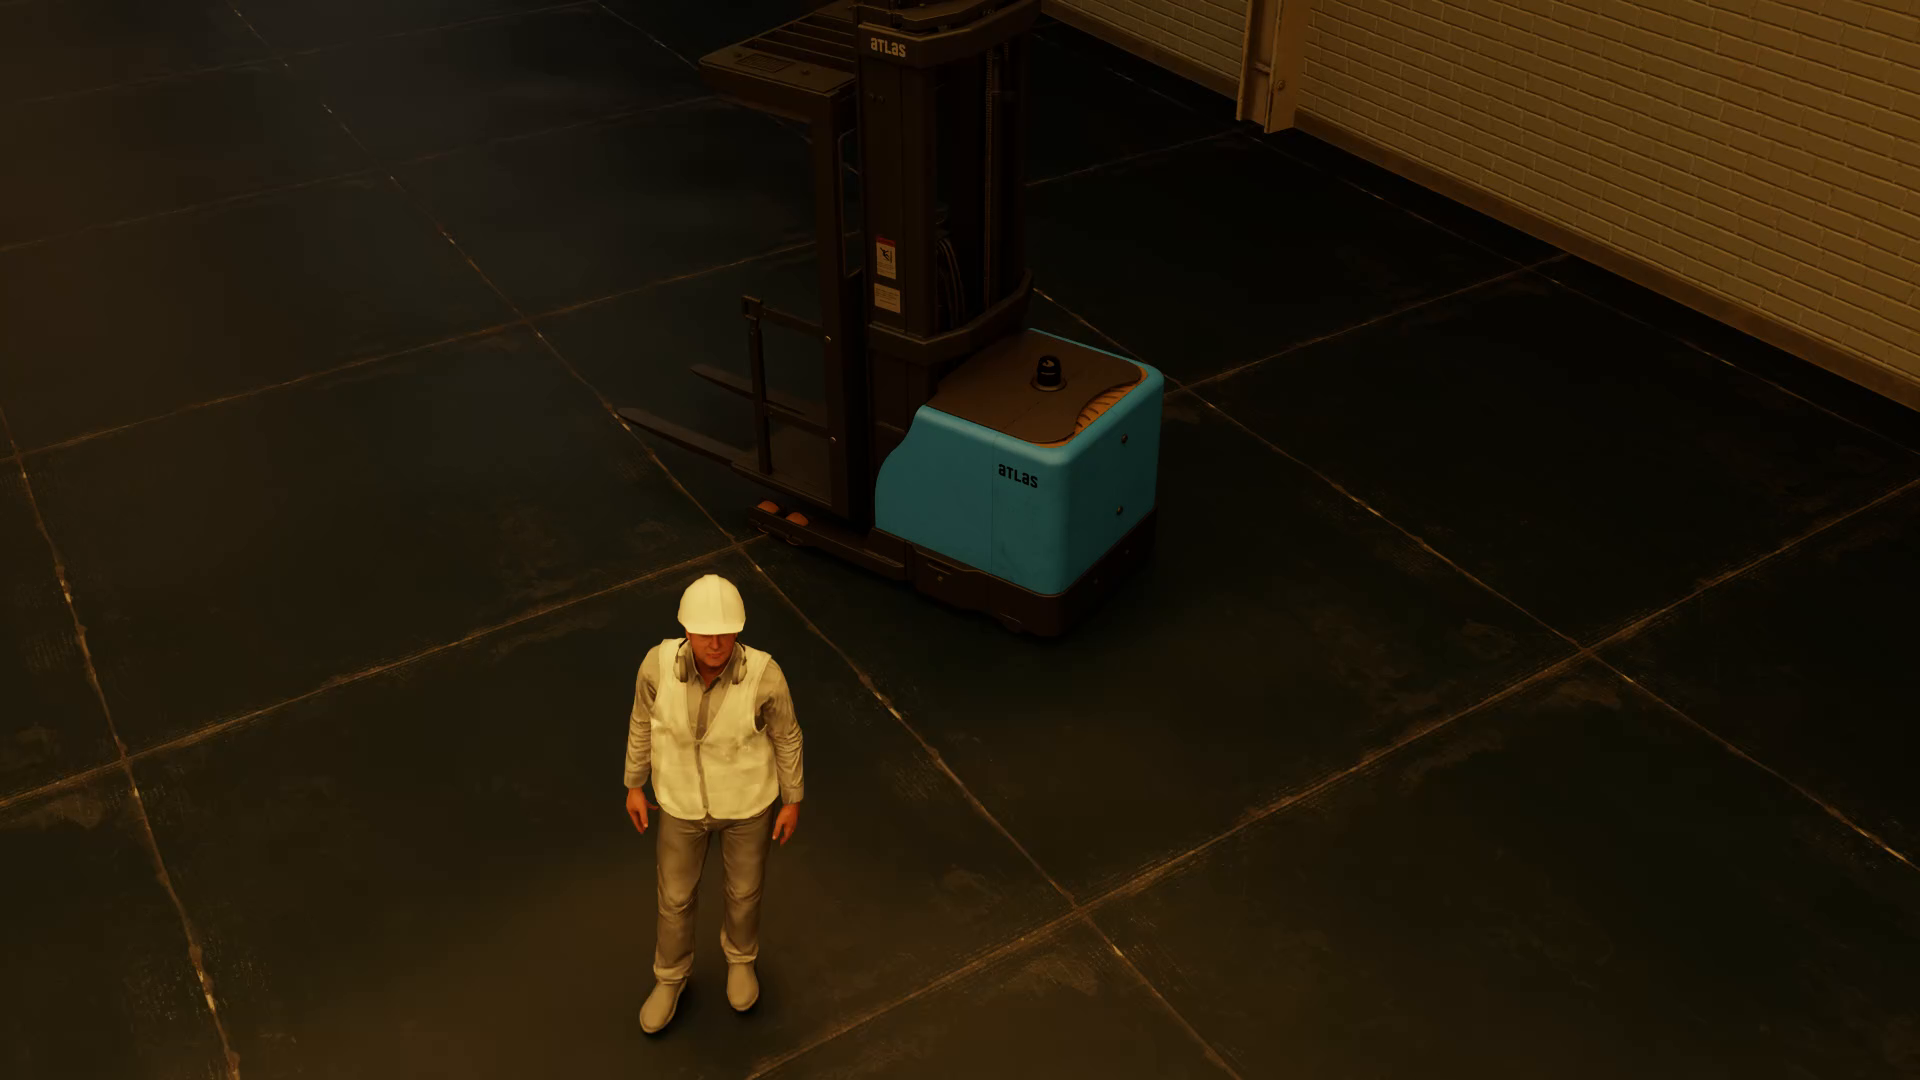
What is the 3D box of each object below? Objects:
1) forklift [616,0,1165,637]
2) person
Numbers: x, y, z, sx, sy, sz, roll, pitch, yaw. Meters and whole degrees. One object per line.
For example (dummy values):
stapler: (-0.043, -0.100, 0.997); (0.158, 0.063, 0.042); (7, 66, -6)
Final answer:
forklift: (-0.500, -1.399, 8.138); (3.031, 2.935, 1.130); (22, 41, 28)
person: (-0.865, 0.937, 5.807); (0.632, 1.773, 0.569); (1, 35, 2)
